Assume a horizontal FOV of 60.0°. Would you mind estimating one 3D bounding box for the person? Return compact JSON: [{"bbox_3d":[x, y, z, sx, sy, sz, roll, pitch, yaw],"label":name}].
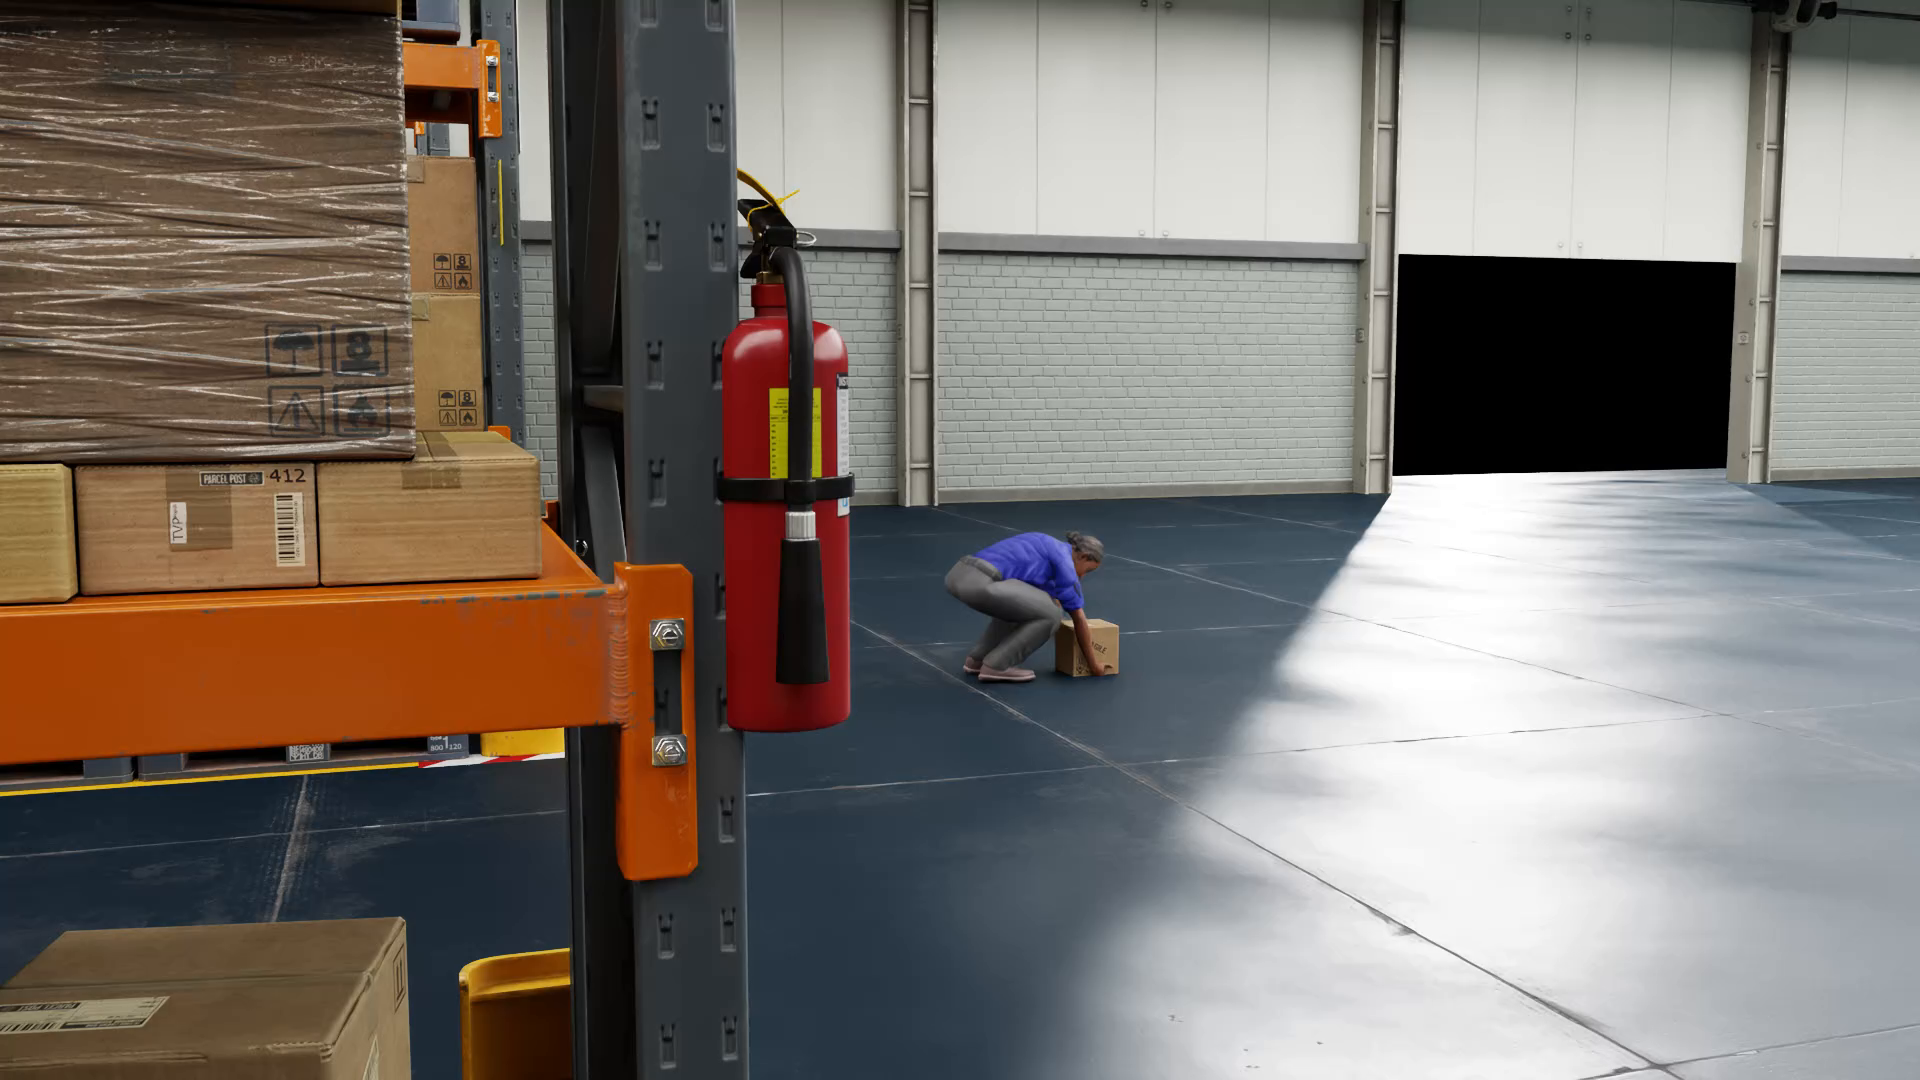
[{"bbox_3d":[0.345,0.336,8.445,0.862,0.744,0.457,-2,6,-20],"label":"person"}]
